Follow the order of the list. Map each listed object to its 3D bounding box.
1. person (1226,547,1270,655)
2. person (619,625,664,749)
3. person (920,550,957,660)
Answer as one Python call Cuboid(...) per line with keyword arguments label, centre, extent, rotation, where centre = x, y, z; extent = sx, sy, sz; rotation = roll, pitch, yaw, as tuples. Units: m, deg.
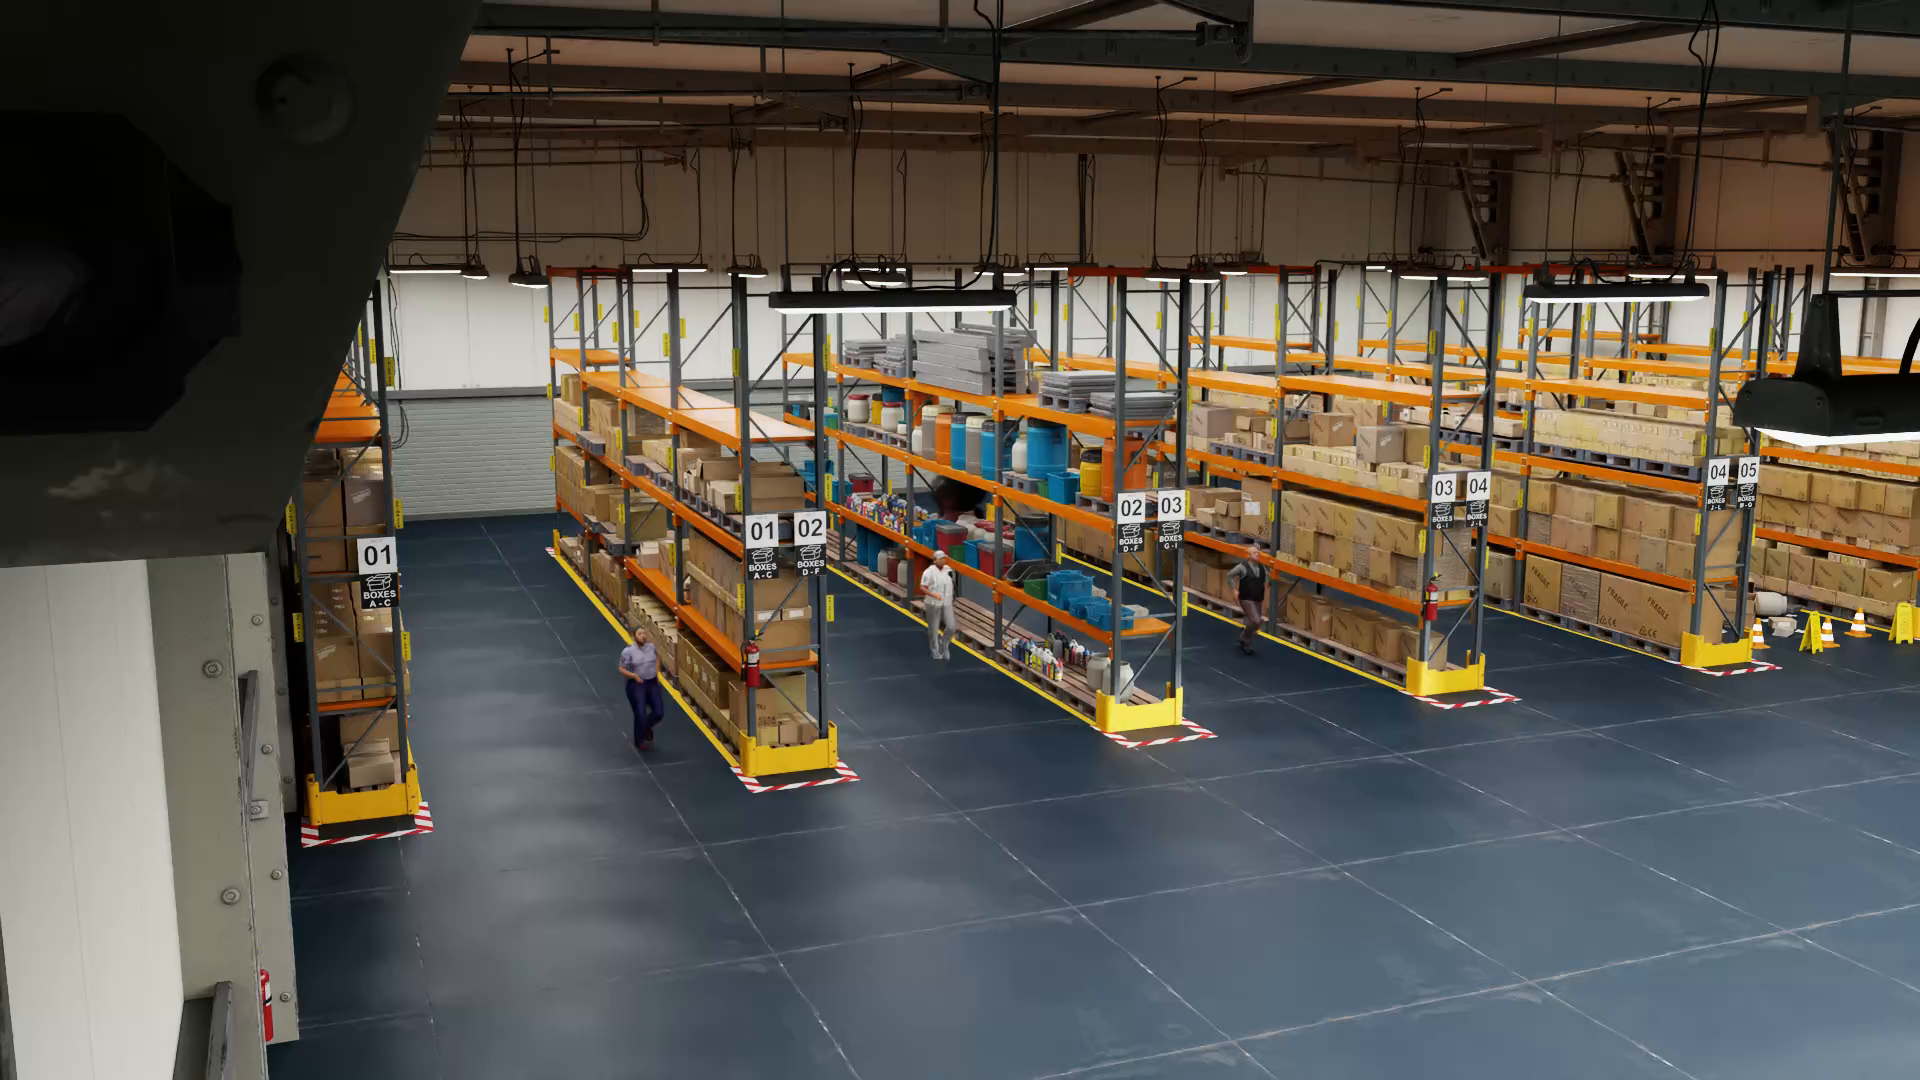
Cuboid(label="person", centre=(4.595, 0.957, 26.110), extent=(0.644, 1.698, 0.640), rotation=(-6, 11, -30))
Cuboid(label="person", centre=(-4.031, 1.883, 21.226), extent=(0.598, 1.601, 0.557), rotation=(-7, 12, -34))
Cuboid(label="person", centre=(-0.289, 0.989, 24.692), extent=(0.603, 1.692, 0.574), rotation=(-4, 11, -23))
